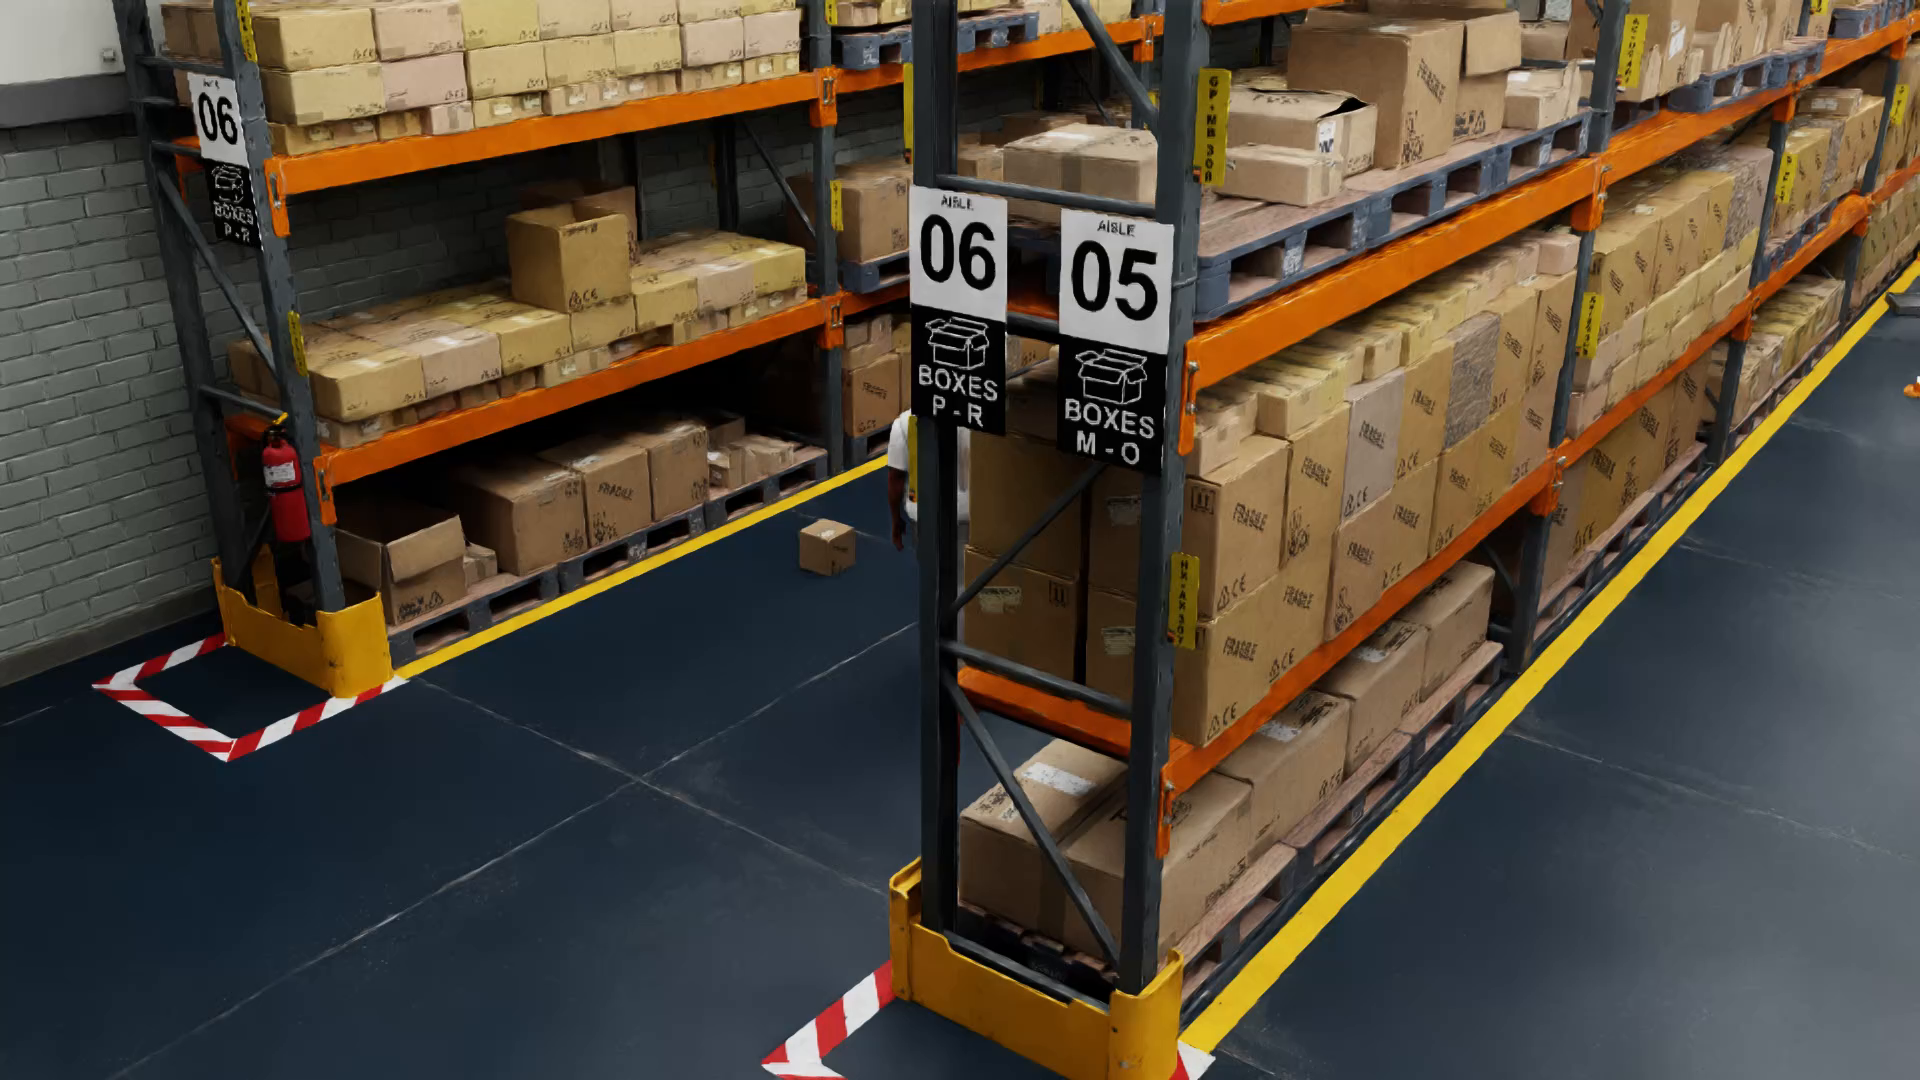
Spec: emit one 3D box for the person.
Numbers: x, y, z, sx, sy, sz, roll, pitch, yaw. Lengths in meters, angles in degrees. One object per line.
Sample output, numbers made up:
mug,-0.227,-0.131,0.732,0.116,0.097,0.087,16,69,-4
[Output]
person,-0.083,-0.122,8.859,0.608,1.754,0.559,1,23,3
